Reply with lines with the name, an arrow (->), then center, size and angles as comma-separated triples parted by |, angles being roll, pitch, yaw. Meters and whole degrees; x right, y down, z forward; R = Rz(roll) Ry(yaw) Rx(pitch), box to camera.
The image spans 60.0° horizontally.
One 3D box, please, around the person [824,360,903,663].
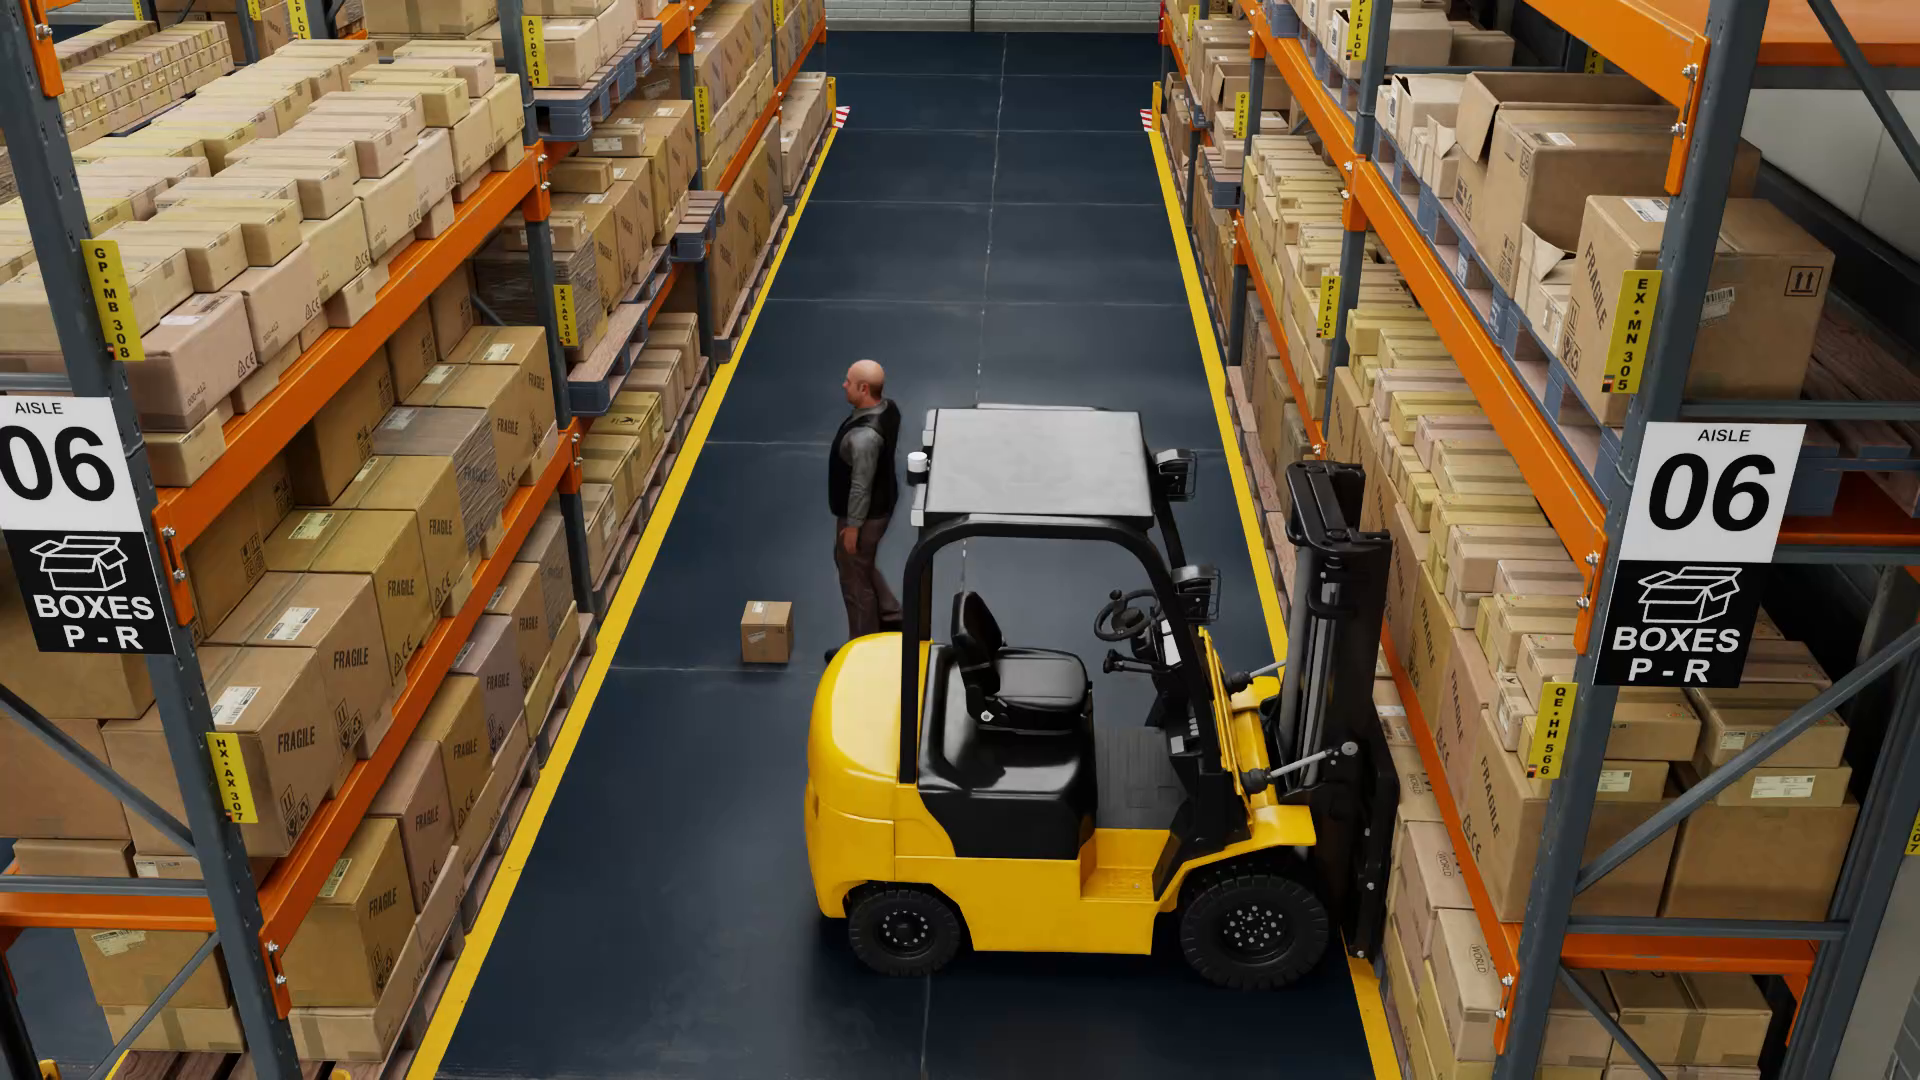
person -> -0.519, -0.146, 8.904 | 0.430, 1.732, 0.554 | 5, 28, 9
